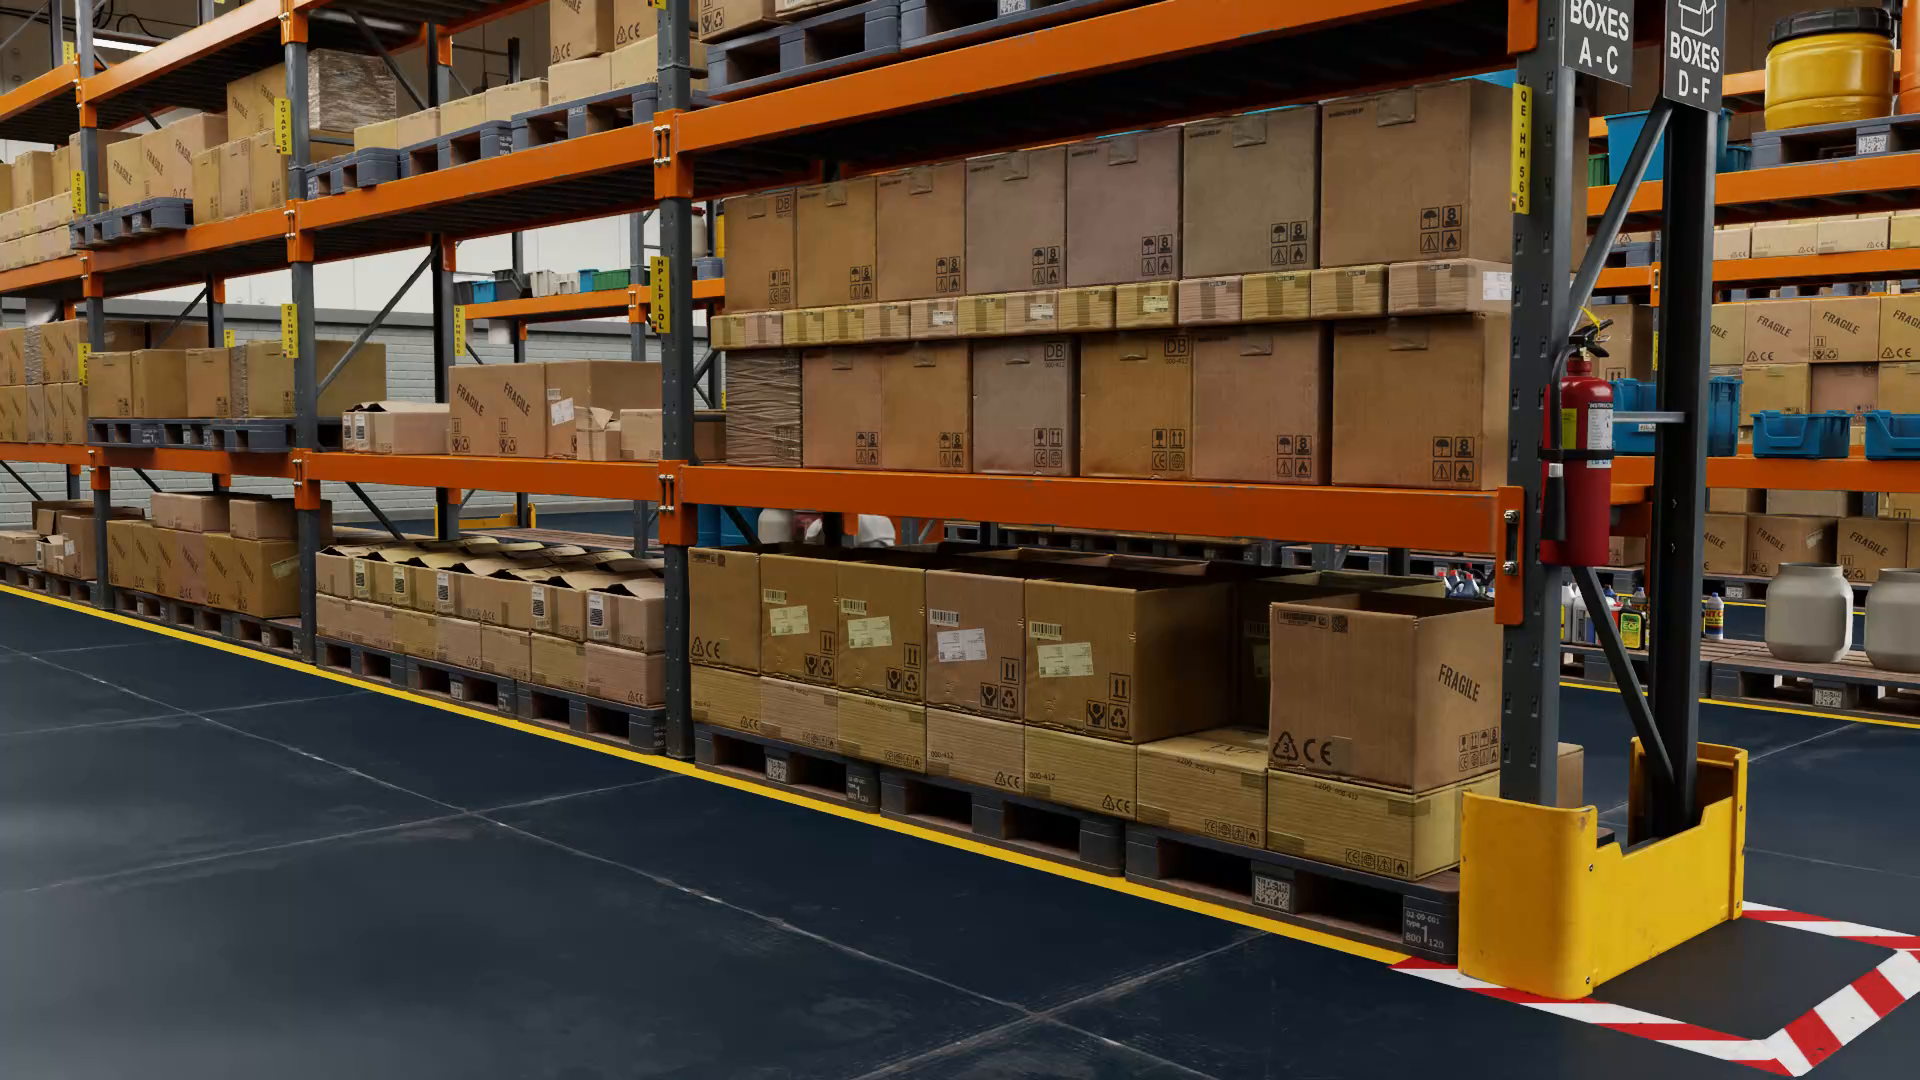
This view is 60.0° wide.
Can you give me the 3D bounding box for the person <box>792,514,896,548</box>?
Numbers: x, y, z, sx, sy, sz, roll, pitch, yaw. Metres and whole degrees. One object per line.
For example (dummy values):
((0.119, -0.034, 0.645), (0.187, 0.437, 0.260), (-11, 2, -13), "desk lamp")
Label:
((-0.783, 0.249, 10.761), (0.868, 0.958, 0.405), (4, 6, 43), "person")
